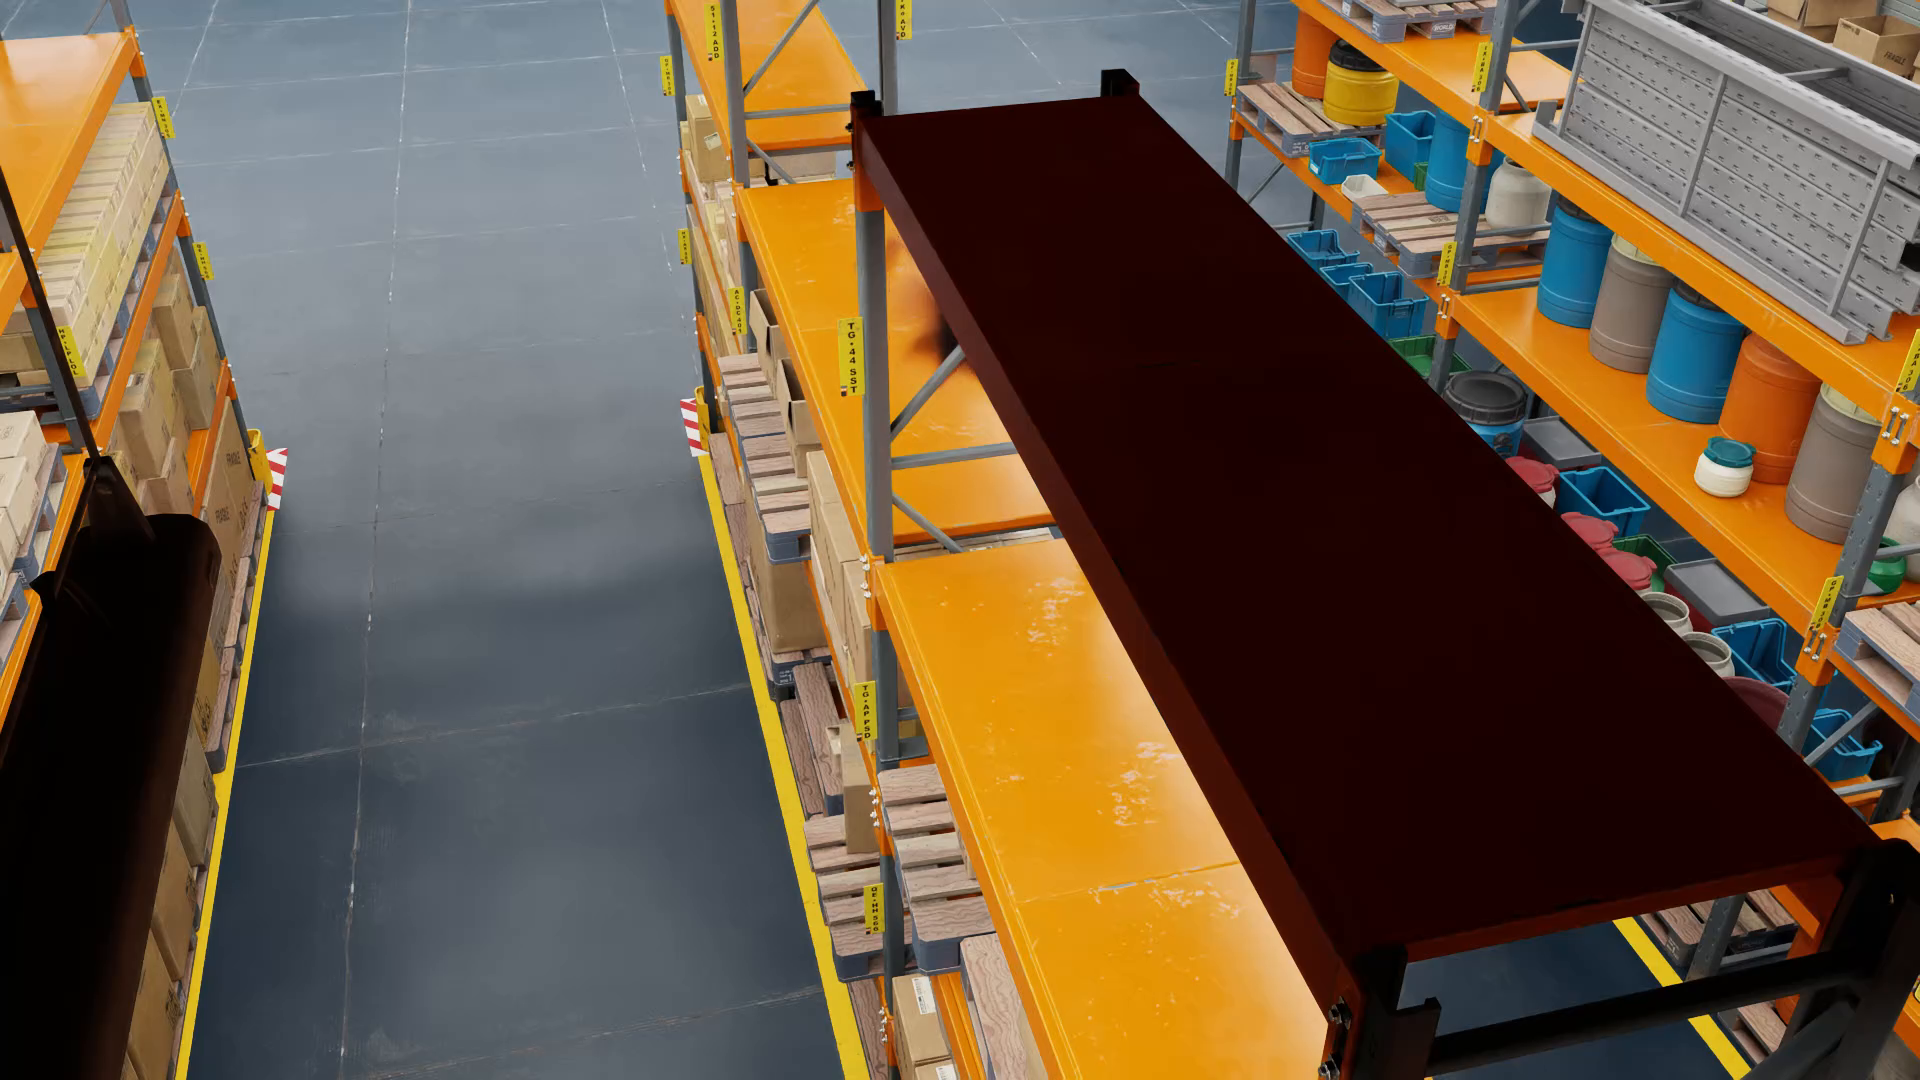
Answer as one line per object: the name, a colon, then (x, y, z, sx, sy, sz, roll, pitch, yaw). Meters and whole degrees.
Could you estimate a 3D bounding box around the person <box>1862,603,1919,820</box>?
person: (6.280, 1.160, 10.899, 0.721, 1.713, 0.704, -14, 37, -20)
